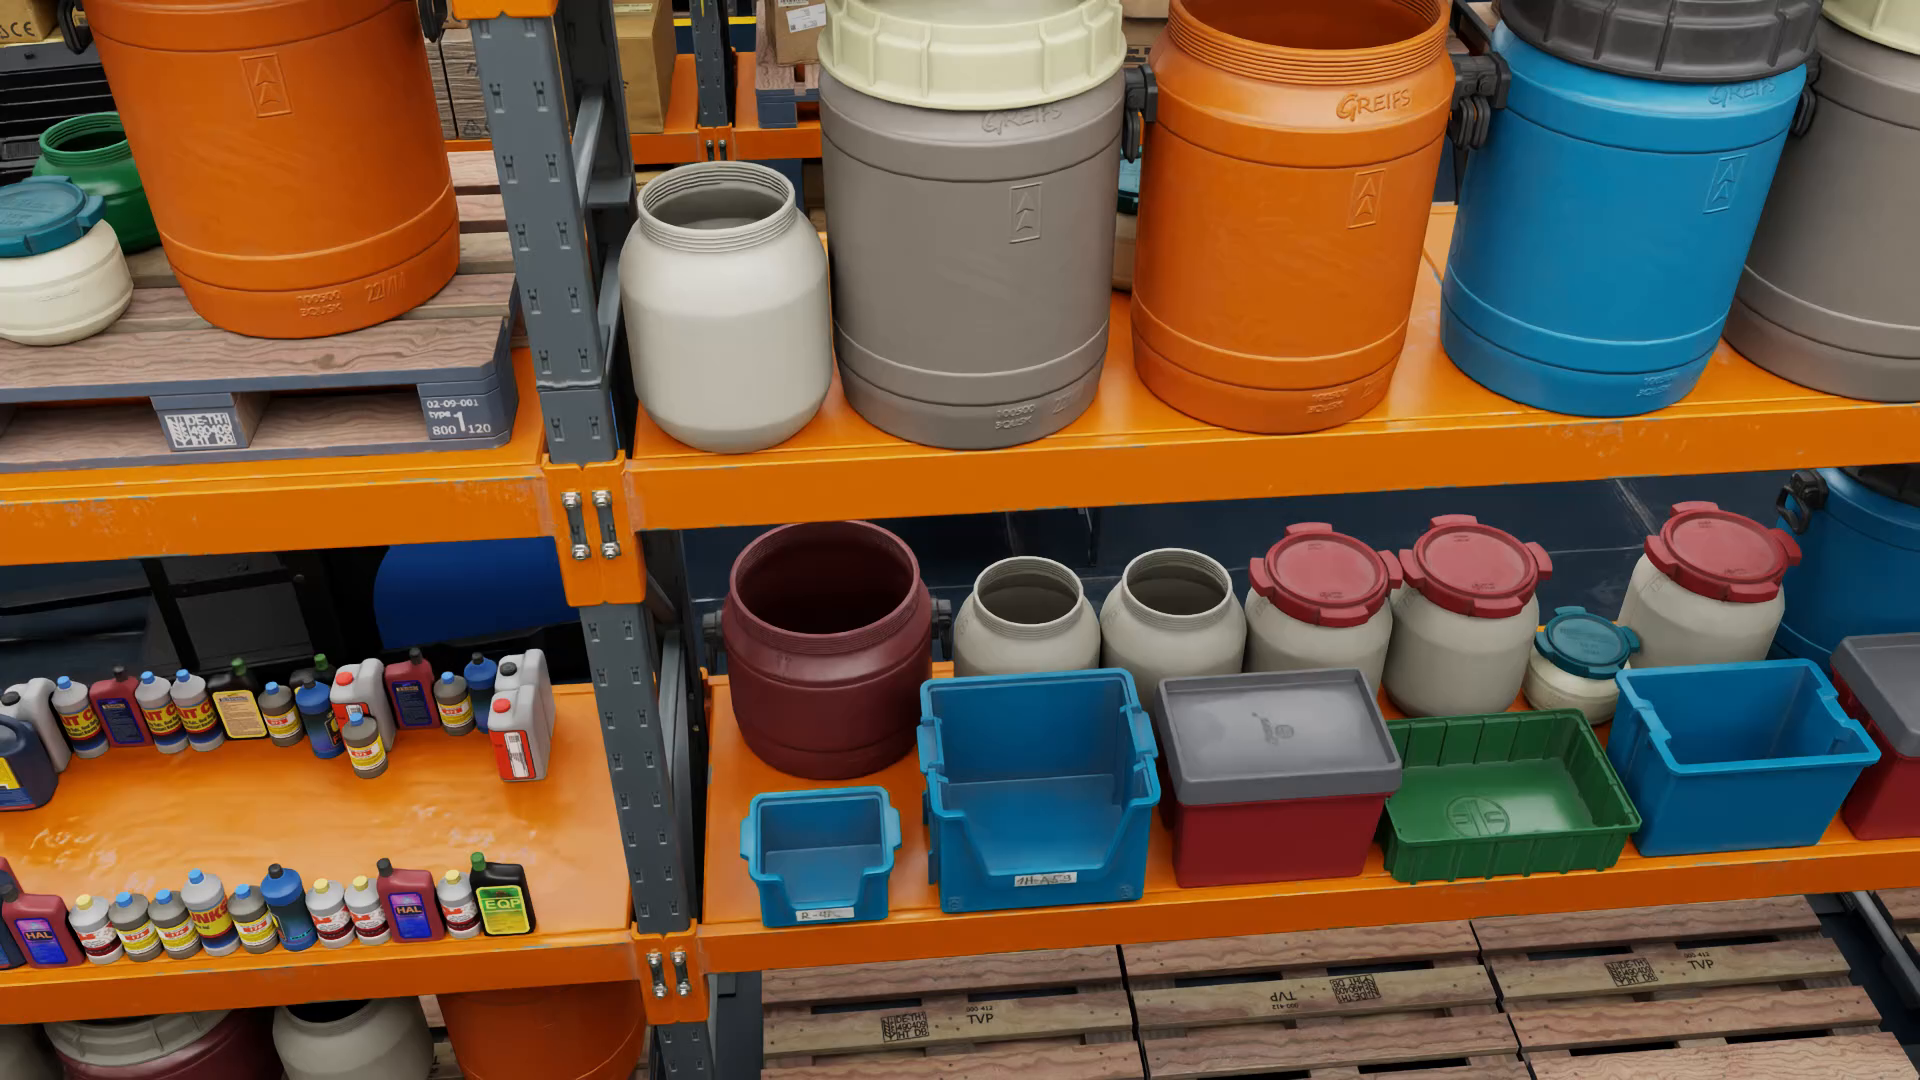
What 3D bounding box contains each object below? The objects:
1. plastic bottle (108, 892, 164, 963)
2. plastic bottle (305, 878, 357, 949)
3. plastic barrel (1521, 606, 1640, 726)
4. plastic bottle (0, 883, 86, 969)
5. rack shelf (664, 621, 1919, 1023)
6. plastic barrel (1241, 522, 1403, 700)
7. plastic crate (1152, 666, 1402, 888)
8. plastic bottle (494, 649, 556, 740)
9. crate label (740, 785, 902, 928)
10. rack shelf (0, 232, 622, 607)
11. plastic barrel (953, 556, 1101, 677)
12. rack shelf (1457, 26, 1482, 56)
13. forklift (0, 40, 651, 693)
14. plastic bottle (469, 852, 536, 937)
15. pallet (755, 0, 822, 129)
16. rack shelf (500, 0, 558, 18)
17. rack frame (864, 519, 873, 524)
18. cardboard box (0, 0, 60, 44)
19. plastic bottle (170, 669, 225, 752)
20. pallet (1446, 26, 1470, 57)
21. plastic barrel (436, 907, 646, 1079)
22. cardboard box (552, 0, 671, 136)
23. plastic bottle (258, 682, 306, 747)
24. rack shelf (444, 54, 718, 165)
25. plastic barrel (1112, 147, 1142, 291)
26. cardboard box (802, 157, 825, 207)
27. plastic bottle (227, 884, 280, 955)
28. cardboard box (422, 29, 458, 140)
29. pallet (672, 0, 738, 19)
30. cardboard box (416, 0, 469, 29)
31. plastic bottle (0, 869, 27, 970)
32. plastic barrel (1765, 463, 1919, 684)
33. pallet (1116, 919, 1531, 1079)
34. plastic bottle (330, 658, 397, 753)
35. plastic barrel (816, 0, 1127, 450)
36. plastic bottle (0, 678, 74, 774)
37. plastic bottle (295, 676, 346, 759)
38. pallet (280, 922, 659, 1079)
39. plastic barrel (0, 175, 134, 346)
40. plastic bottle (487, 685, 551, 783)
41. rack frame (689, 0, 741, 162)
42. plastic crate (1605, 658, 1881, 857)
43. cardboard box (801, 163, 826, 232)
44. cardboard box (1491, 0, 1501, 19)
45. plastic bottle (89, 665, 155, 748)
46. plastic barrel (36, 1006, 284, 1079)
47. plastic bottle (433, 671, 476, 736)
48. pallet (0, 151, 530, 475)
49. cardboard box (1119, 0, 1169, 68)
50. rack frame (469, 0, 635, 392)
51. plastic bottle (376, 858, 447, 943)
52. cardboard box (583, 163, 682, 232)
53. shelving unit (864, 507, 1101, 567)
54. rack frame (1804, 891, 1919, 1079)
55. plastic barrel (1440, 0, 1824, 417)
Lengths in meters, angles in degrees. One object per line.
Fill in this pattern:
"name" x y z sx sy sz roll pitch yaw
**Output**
"plastic bottle" -2.108 0.978 4.250 0.097 0.201 0.097 0 38 0
"plastic bottle" -1.623 0.951 4.283 0.097 0.201 0.097 0 38 0
"plastic barrel" 1.838 0.387 4.949 0.301 0.262 0.301 0 38 0
"plastic bottle" -2.318 0.968 4.195 0.133 0.283 0.061 -3 38 -4
"rack shelf" 1.178 0.747 4.962 4.000 0.370 1.077 -3 38 -4
"plastic barrel" 1.036 0.283 4.860 0.433 0.535 0.433 0 38 0
"plastic crate" 0.822 0.650 4.453 0.583 0.464 0.402 -3 38 -4
"plastic bottle" -1.274 0.448 4.861 0.135 0.276 0.152 -3 38 -4
"crate label" -0.362 0.848 4.388 0.416 0.233 0.303 -3 38 -4
"rack shelf" -2.807 -0.211 3.755 4.000 0.370 1.077 -3 38 -4
"plastic barrel" 0.191 0.342 4.804 0.421 0.512 0.421 0 38 0
"rack shelf" 4.723 -2.528 9.113 4.000 0.370 1.077 -3 38 -4
"forklift" -2.880 -0.703 6.274 3.031 2.935 1.130 -9 39 -11
"plastic bottle" -1.180 0.906 4.275 0.133 0.283 0.061 -3 38 -4
"pallet" -0.553 -2.511 8.666 1.003 0.211 1.213 -3 38 -4
"rack shelf" 1.178 -1.451 3.228 4.000 0.370 1.077 -3 38 -4
"rack frame" -0.421 -0.566 7.256 0.032 1.500 0.500 -3 38 -4
"cardboard box" -4.602 -2.735 7.904 0.637 0.503 0.797 -4 38 -5
"plastic bottle" -2.216 0.484 4.819 0.097 0.271 0.097 0 38 0
"pallet" 1.957 -2.673 8.871 1.213 0.211 1.003 -3 38 -4
"plastic barrel" -1.300 1.299 5.095 0.708 0.830 0.600 -3 38 -4
"cardboard box" -1.723 -2.341 8.214 0.500 0.500 0.500 -2 38 -3
"plastic bottle" -1.986 0.499 4.856 0.097 0.201 0.097 0 38 0
"rack shelf" -3.245 -2.089 8.557 4.000 0.370 1.077 -3 38 -4
"plastic barrel" 0.431 -0.763 3.985 0.301 0.262 0.301 0 38 0
"cardboard box" -0.589 -2.022 8.949 0.500 0.250 0.500 -2 38 -2
"plastic bottle" -1.817 0.962 4.270 0.097 0.201 0.097 0 38 0
"cardboard box" -2.737 -2.286 8.146 0.500 0.500 0.500 -4 38 -5
"pallet" -2.370 -4.411 13.169 1.213 0.211 1.003 -3 38 -4
"cardboard box" -2.632 -2.850 8.050 0.637 0.503 0.797 -2 38 -3
"plastic bottle" -2.480 0.925 4.196 0.185 0.351 0.144 -3 38 -4
"plastic barrel" 2.758 -0.007 4.933 0.708 0.901 0.600 -3 38 -4
"pallet" 1.173 1.586 5.570 1.213 0.211 1.003 -3 38 -4
"plastic bottle" -1.735 0.473 4.829 0.135 0.276 0.152 -3 38 -4
"plastic barrel" 0.023 -0.711 3.403 0.600 0.901 0.600 0 38 0
"plastic bottle" -2.656 0.524 4.765 0.135 0.276 0.152 -3 38 -4
"plastic bottle" -1.848 0.502 4.796 0.097 0.271 0.097 0 38 0
"pallet" -1.596 1.738 5.377 1.213 0.211 1.003 -3 38 -4
"plastic barrel" -1.870 -0.564 3.395 0.301 0.262 0.301 0 38 0
"plastic bottle" -1.261 0.541 4.742 0.135 0.276 0.152 -3 38 -4
"rack frame" -1.253 -2.481 8.473 0.127 3.000 1.000 -3 38 -4
"plastic crate" 2.098 0.614 4.563 0.575 0.384 0.392 -3 38 -4
"cardboard box" -0.588 -1.722 9.174 0.500 0.500 0.700 -5 39 -6
"cardboard box" 3.185 -2.843 8.611 0.500 0.500 0.875 -3 38 -4
"plastic bottle" -2.429 0.480 4.814 0.133 0.283 0.061 -3 38 -4
"plastic barrel" -2.425 1.456 5.091 0.708 0.588 0.600 -3 38 -4
"plastic bottle" -1.489 0.472 4.891 0.097 0.201 0.097 0 38 0
"pallet" -1.585 -0.547 3.753 1.213 0.211 1.003 -3 38 -4
"cardboard box" 1.012 -2.754 8.397 0.637 0.503 0.797 1 38 1
"rack frame" -0.815 -1.781 2.742 0.127 3.000 1.000 -3 38 -4
"plastic bottle" -1.410 0.918 4.259 0.133 0.283 0.061 -3 38 -4
"cardboard box" -1.943 -1.787 8.970 0.875 0.875 1.225 -5 39 -6
"shelving unit" 0.085 -0.593 7.291 1.048 1.500 0.538 -3 38 -4
"rack frame" 3.170 0.355 4.878 0.127 3.000 1.000 -3 38 -4
"plastic barrel" 1.379 -0.786 3.498 0.708 0.901 0.600 -3 38 -4
